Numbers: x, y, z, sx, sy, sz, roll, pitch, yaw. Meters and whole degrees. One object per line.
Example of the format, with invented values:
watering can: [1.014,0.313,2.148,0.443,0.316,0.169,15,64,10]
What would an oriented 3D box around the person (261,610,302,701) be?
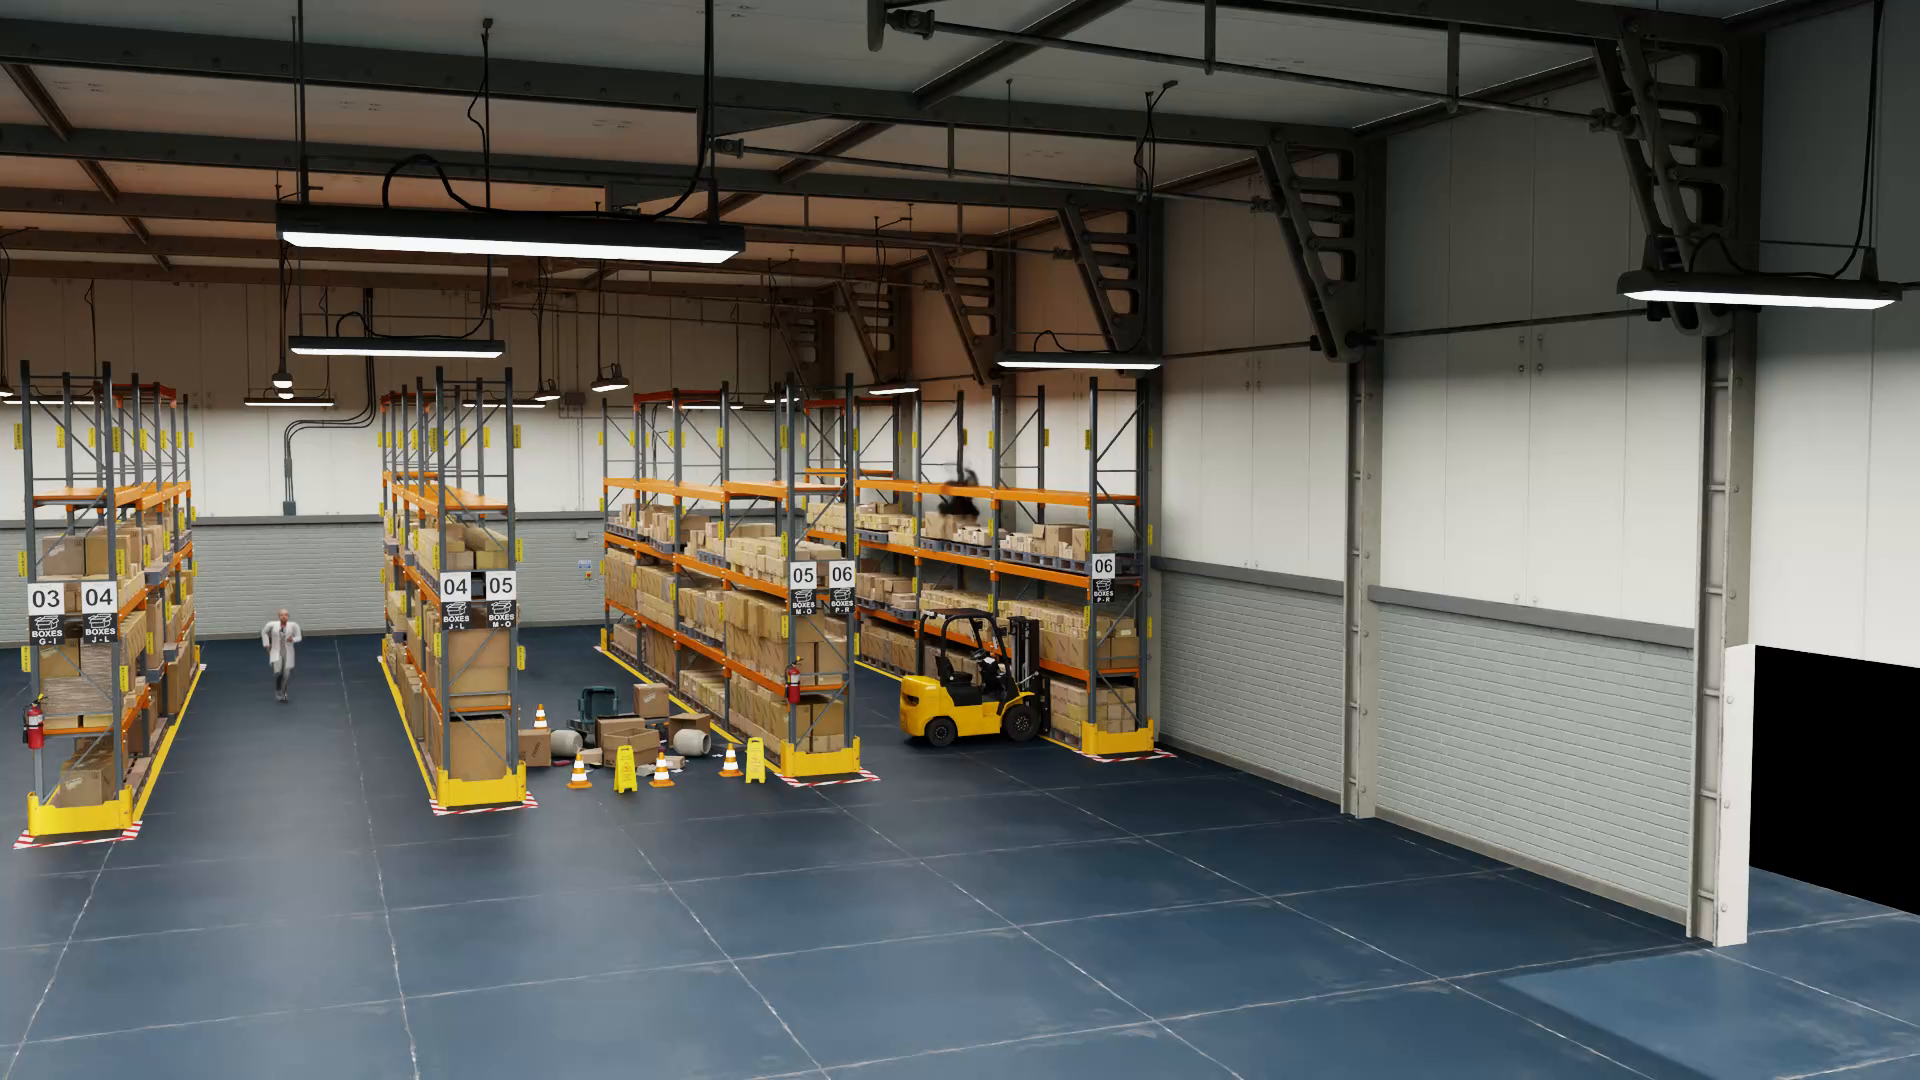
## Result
person: [-12.993,2.207,31.886,0.691,1.762,0.799,-2,4,-28]

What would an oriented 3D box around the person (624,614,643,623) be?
person: [-8.020,1.669,41.104,1.012,1.714,0.761,0,3,-3]

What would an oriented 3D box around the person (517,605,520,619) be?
person: [-10.137,1.967,37.130,0.609,1.664,1.059,-3,4,-36]
